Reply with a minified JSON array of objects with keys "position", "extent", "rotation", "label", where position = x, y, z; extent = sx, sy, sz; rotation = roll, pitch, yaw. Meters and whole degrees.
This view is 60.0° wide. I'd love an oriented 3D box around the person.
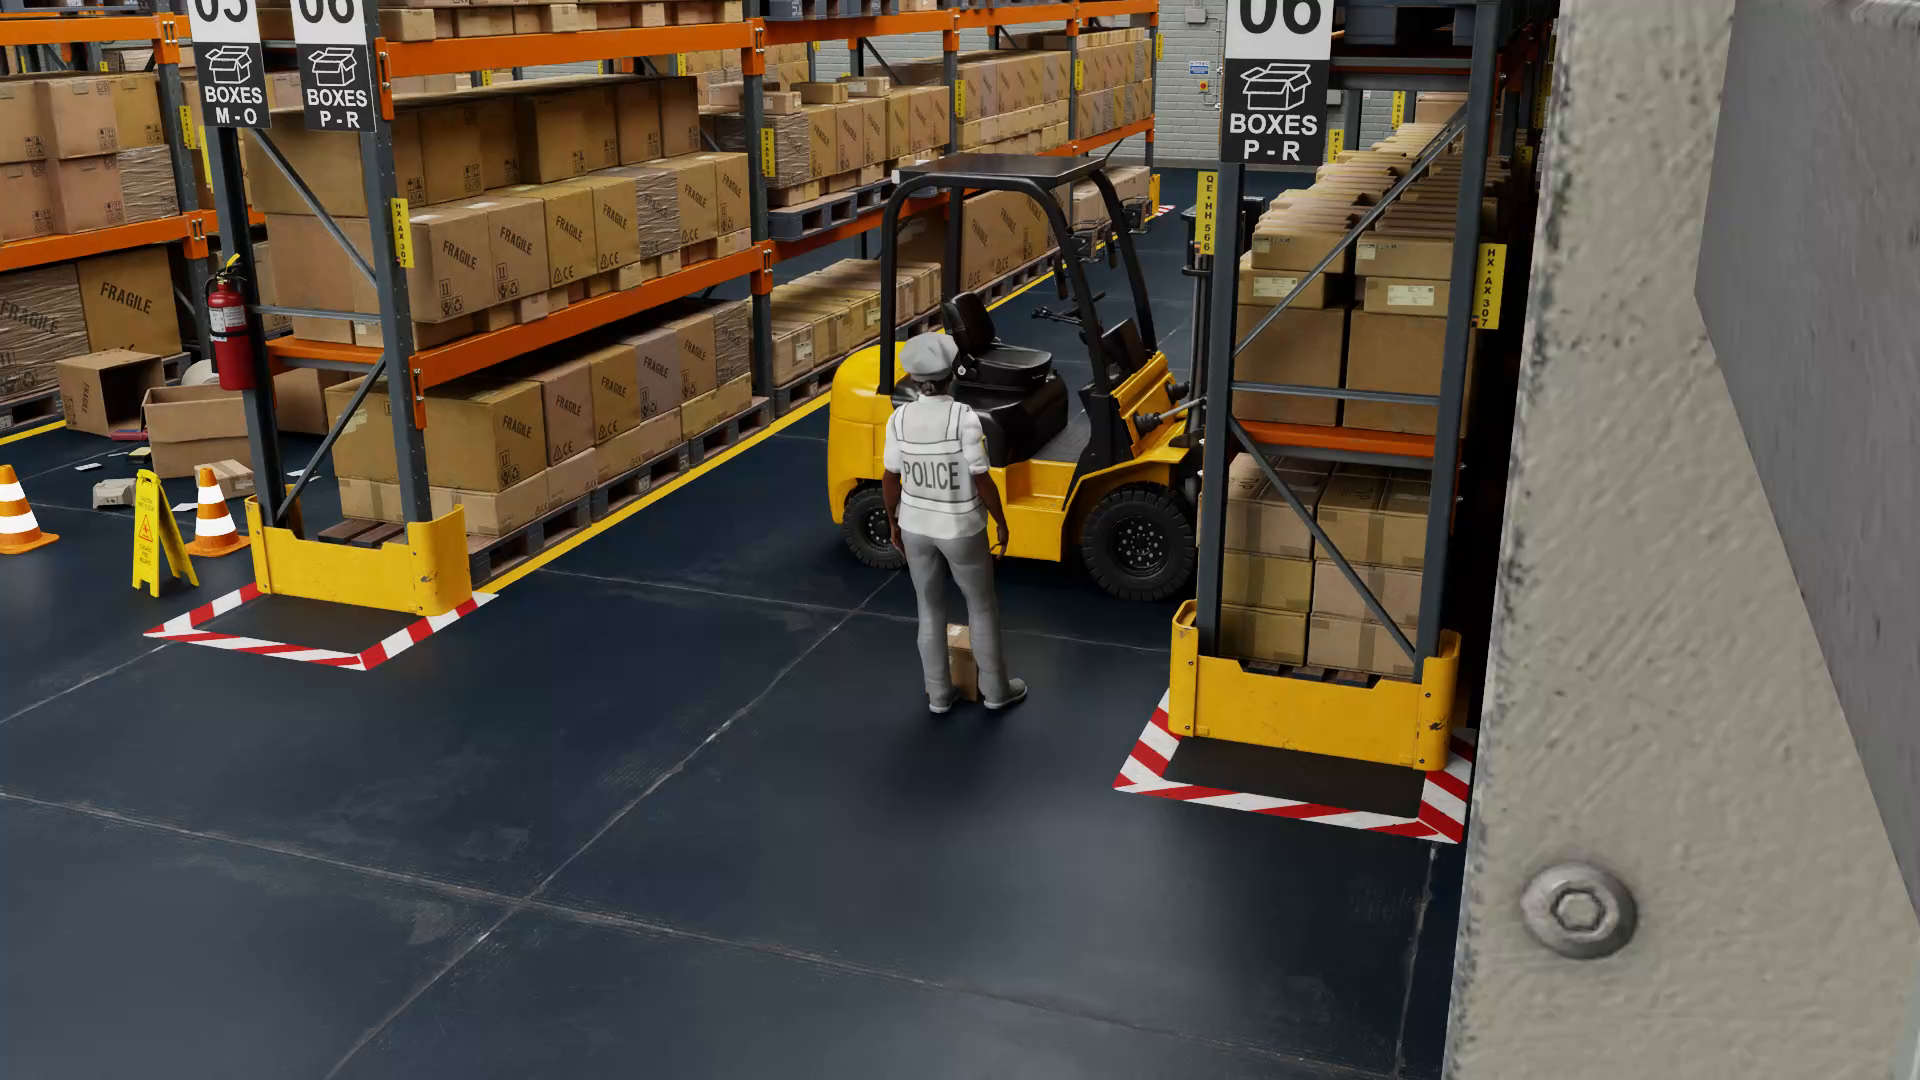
[{"position":[-0.030,-0.067,7.180],"extent":[0.569,1.696,0.528],"rotation":[6,20,18],"label":"person"}]
